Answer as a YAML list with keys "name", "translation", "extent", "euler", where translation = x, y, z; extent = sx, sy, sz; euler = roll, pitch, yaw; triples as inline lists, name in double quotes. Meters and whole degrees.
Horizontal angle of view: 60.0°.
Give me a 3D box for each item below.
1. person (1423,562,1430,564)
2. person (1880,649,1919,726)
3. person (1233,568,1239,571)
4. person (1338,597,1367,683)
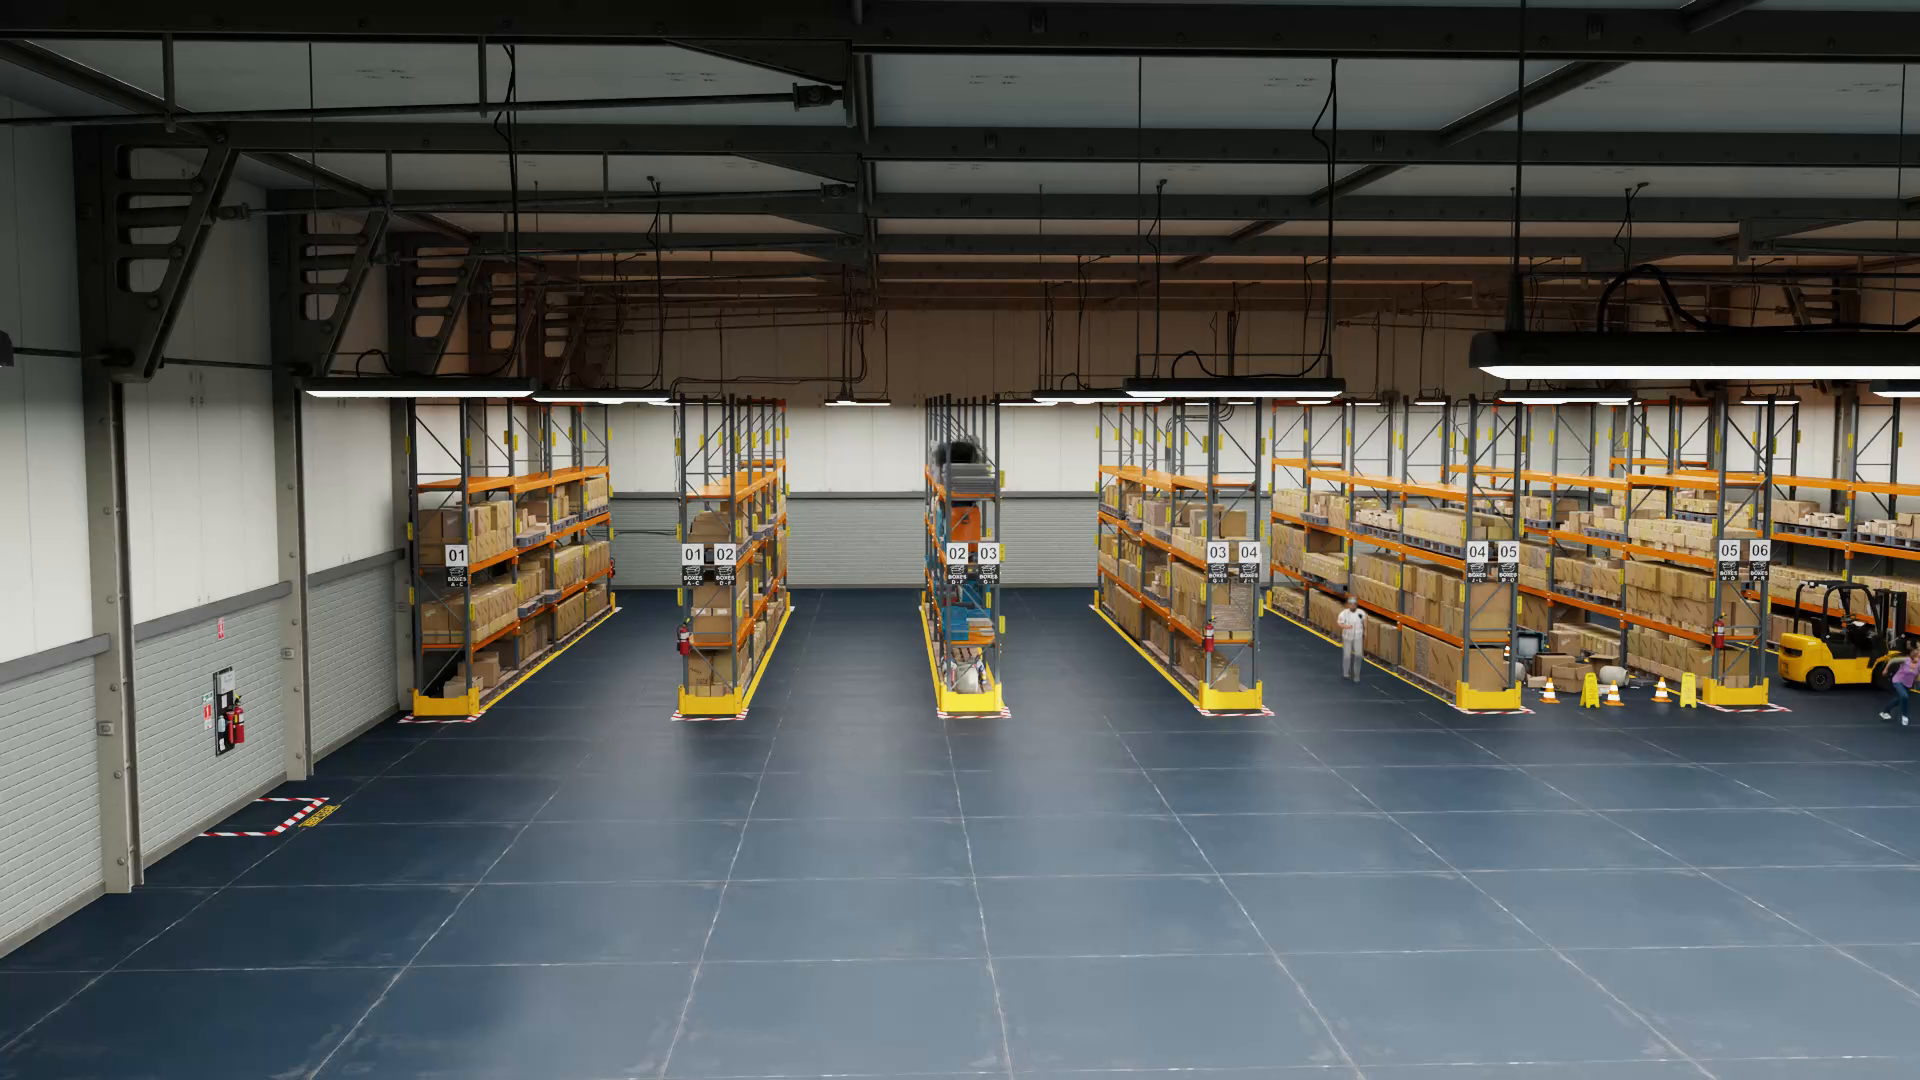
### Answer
- name: "person"
  translation: [12.551, 1.417, 44.407]
  extent: [0.566, 1.618, 0.936]
  euler: [-2, 5, -27]
- name: "person"
  translation: [17.085, 2.625, 30.092]
  extent: [0.527, 1.402, 1.034]
  euler: [0, 5, -1]
- name: "person"
  translation: [7.767, 1.076, 48.214]
  extent: [0.867, 1.733, 0.571]
  euler: [3, 6, 37]
- name: "person"
  translation: [8.250, 2.092, 34.936]
  extent: [0.650, 1.838, 0.851]
  euler: [0, 5, 4]
